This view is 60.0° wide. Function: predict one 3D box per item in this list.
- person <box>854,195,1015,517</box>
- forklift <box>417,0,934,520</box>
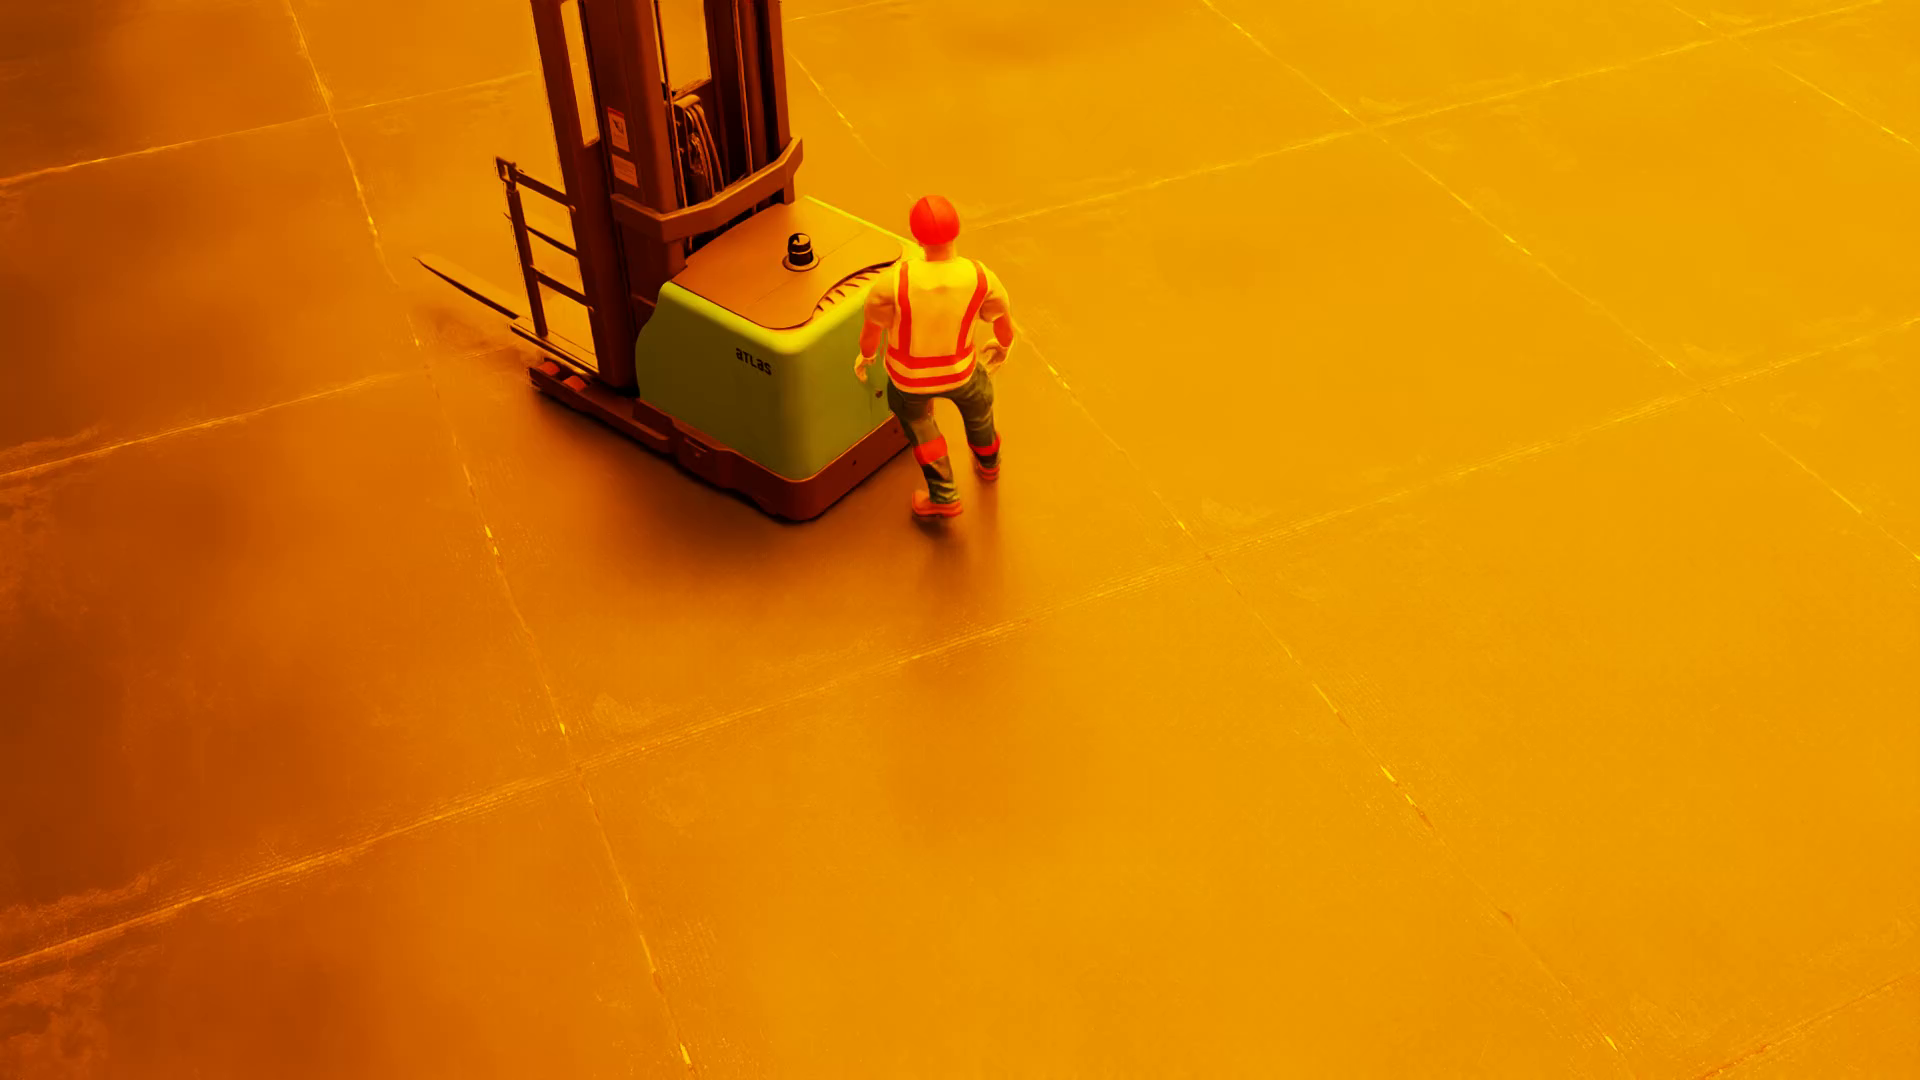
[{"bbox_3d":[-0.126,-0.889,7.517,0.721,1.734,0.702,-4,43,-5],"label":"person"},{"bbox_3d":[-1.599,-2.002,7.826,3.031,2.935,1.130,28,50,27],"label":"forklift"}]
